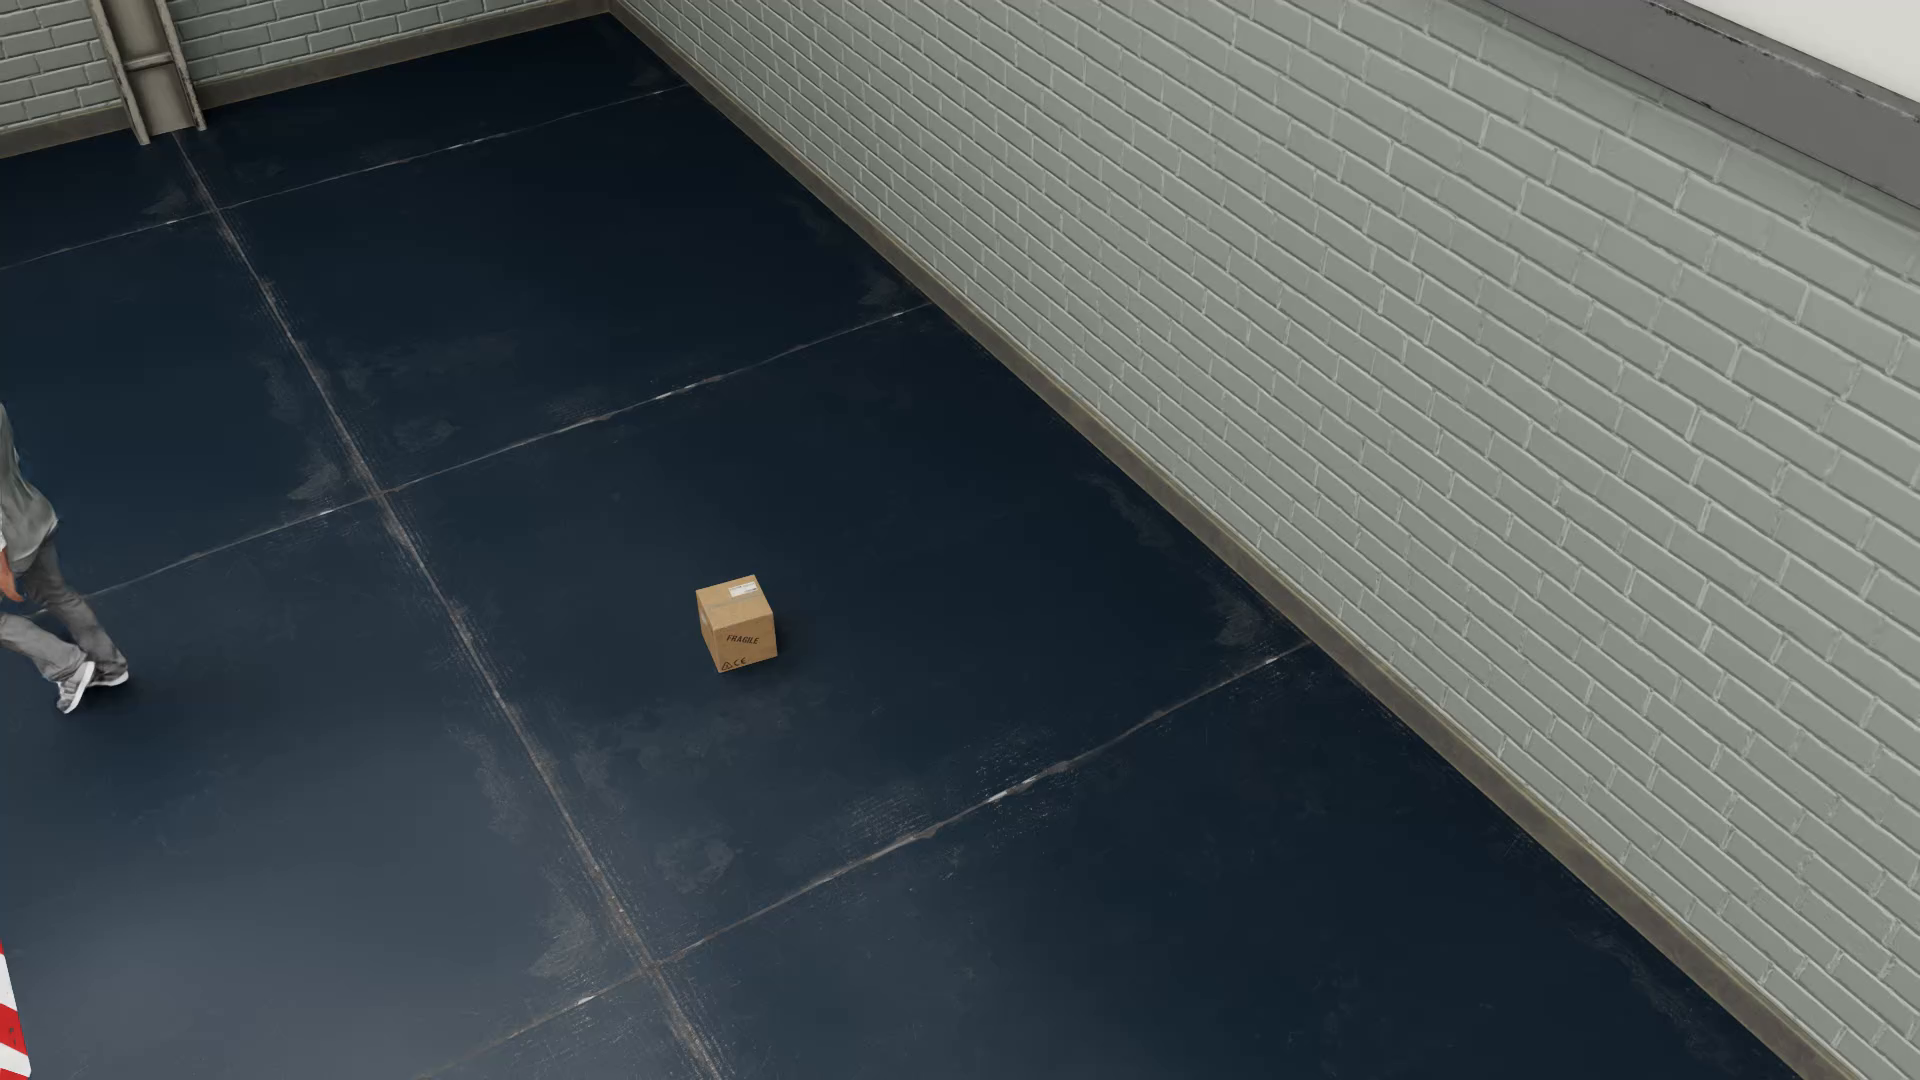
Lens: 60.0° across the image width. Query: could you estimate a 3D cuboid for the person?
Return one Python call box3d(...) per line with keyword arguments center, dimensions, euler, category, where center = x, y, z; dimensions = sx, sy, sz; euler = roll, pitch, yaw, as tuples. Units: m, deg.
box3d(center=(-3.524, 0.056, 6.189), dimensions=(0.433, 1.270, 0.439), euler=(0, 41, 0), category="person")
